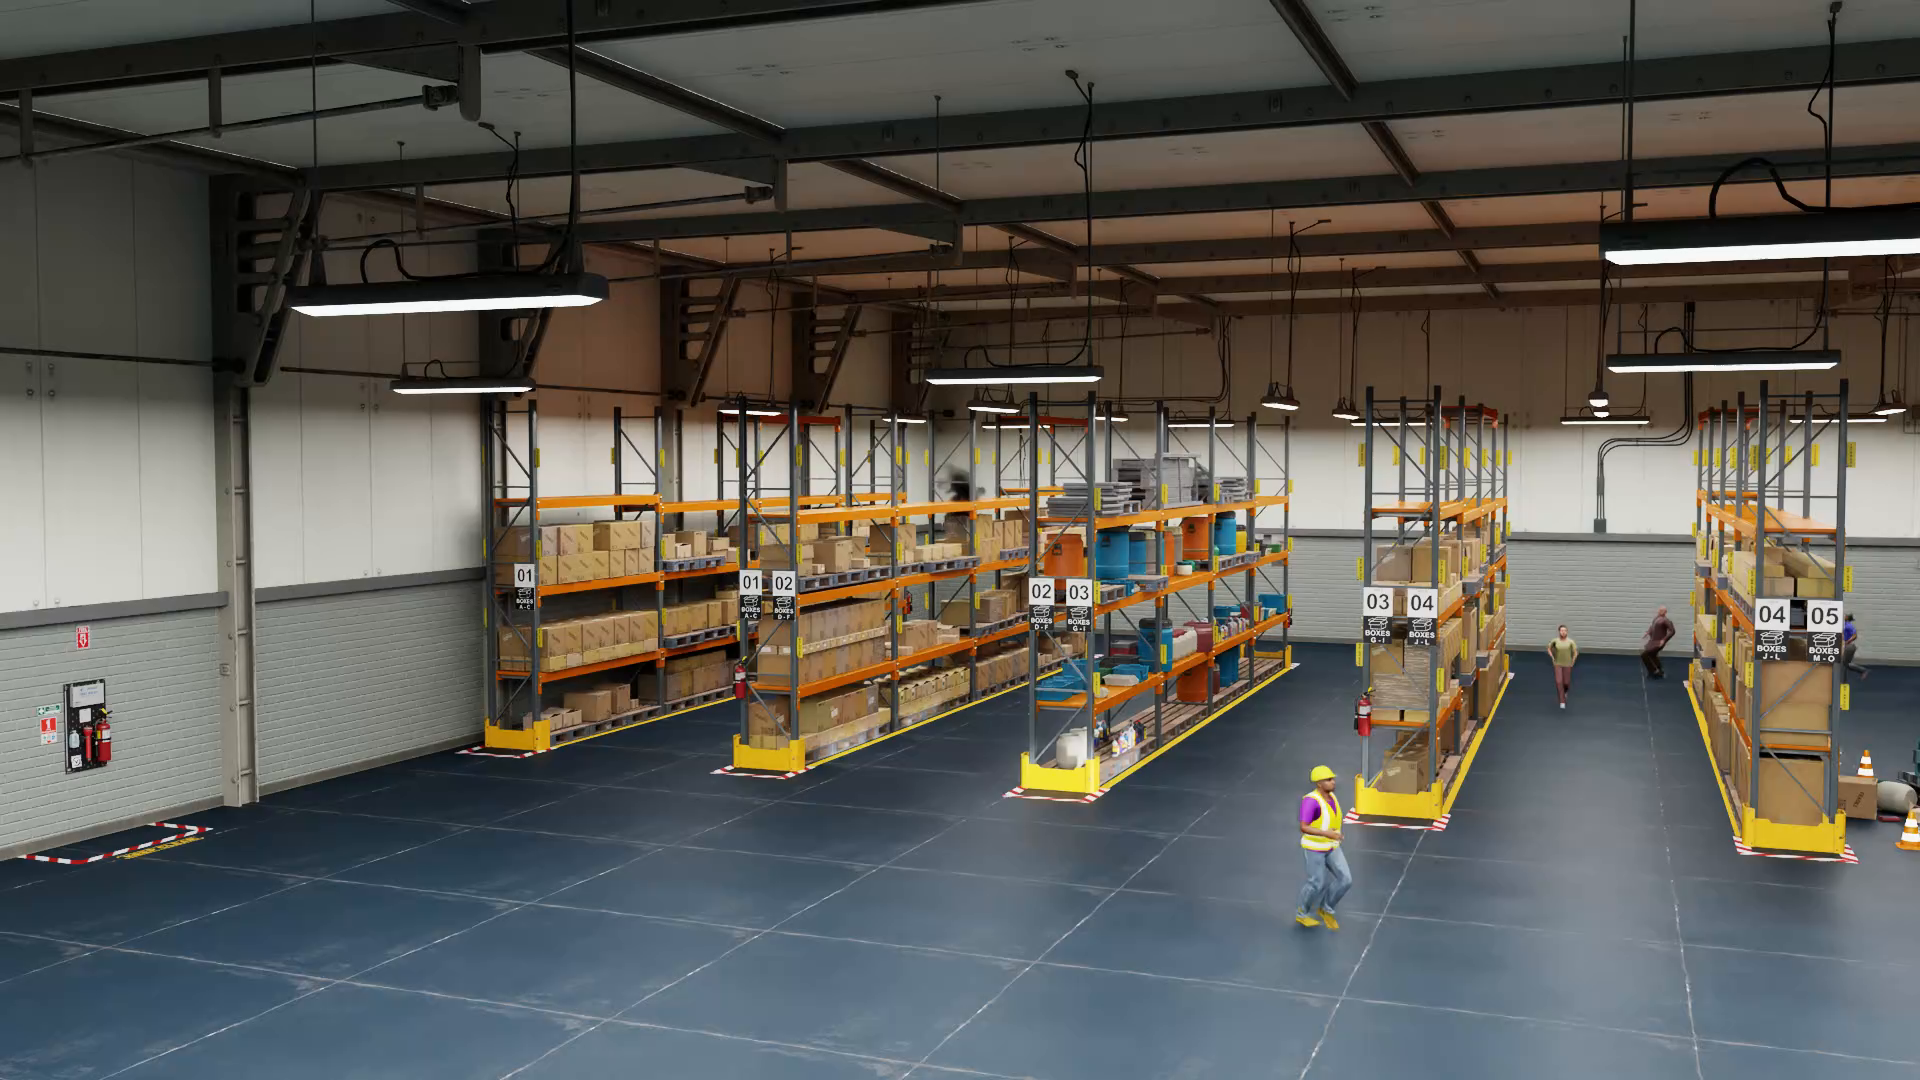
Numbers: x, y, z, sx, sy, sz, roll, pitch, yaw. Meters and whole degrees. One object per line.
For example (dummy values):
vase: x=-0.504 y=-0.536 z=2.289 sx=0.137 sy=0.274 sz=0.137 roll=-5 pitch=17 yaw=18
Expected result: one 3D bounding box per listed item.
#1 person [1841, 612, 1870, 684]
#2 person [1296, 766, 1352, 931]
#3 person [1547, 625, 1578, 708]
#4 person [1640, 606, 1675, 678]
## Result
person: x=19.574 y=2.403 z=36.499 sx=0.757 sy=1.648 sz=0.586 roll=1 pitch=3 yaw=24
person: x=3.832 y=3.261 z=17.532 sx=0.684 sy=1.767 sz=0.696 roll=-2 pitch=4 yaw=-39
person: x=12.158 y=2.544 z=33.570 sx=0.580 sy=1.636 sz=0.721 roll=1 pitch=3 yaw=20
person: x=15.794 y=2.321 z=37.692 sx=0.687 sy=1.699 sz=0.798 roll=1 pitch=3 yaw=16
